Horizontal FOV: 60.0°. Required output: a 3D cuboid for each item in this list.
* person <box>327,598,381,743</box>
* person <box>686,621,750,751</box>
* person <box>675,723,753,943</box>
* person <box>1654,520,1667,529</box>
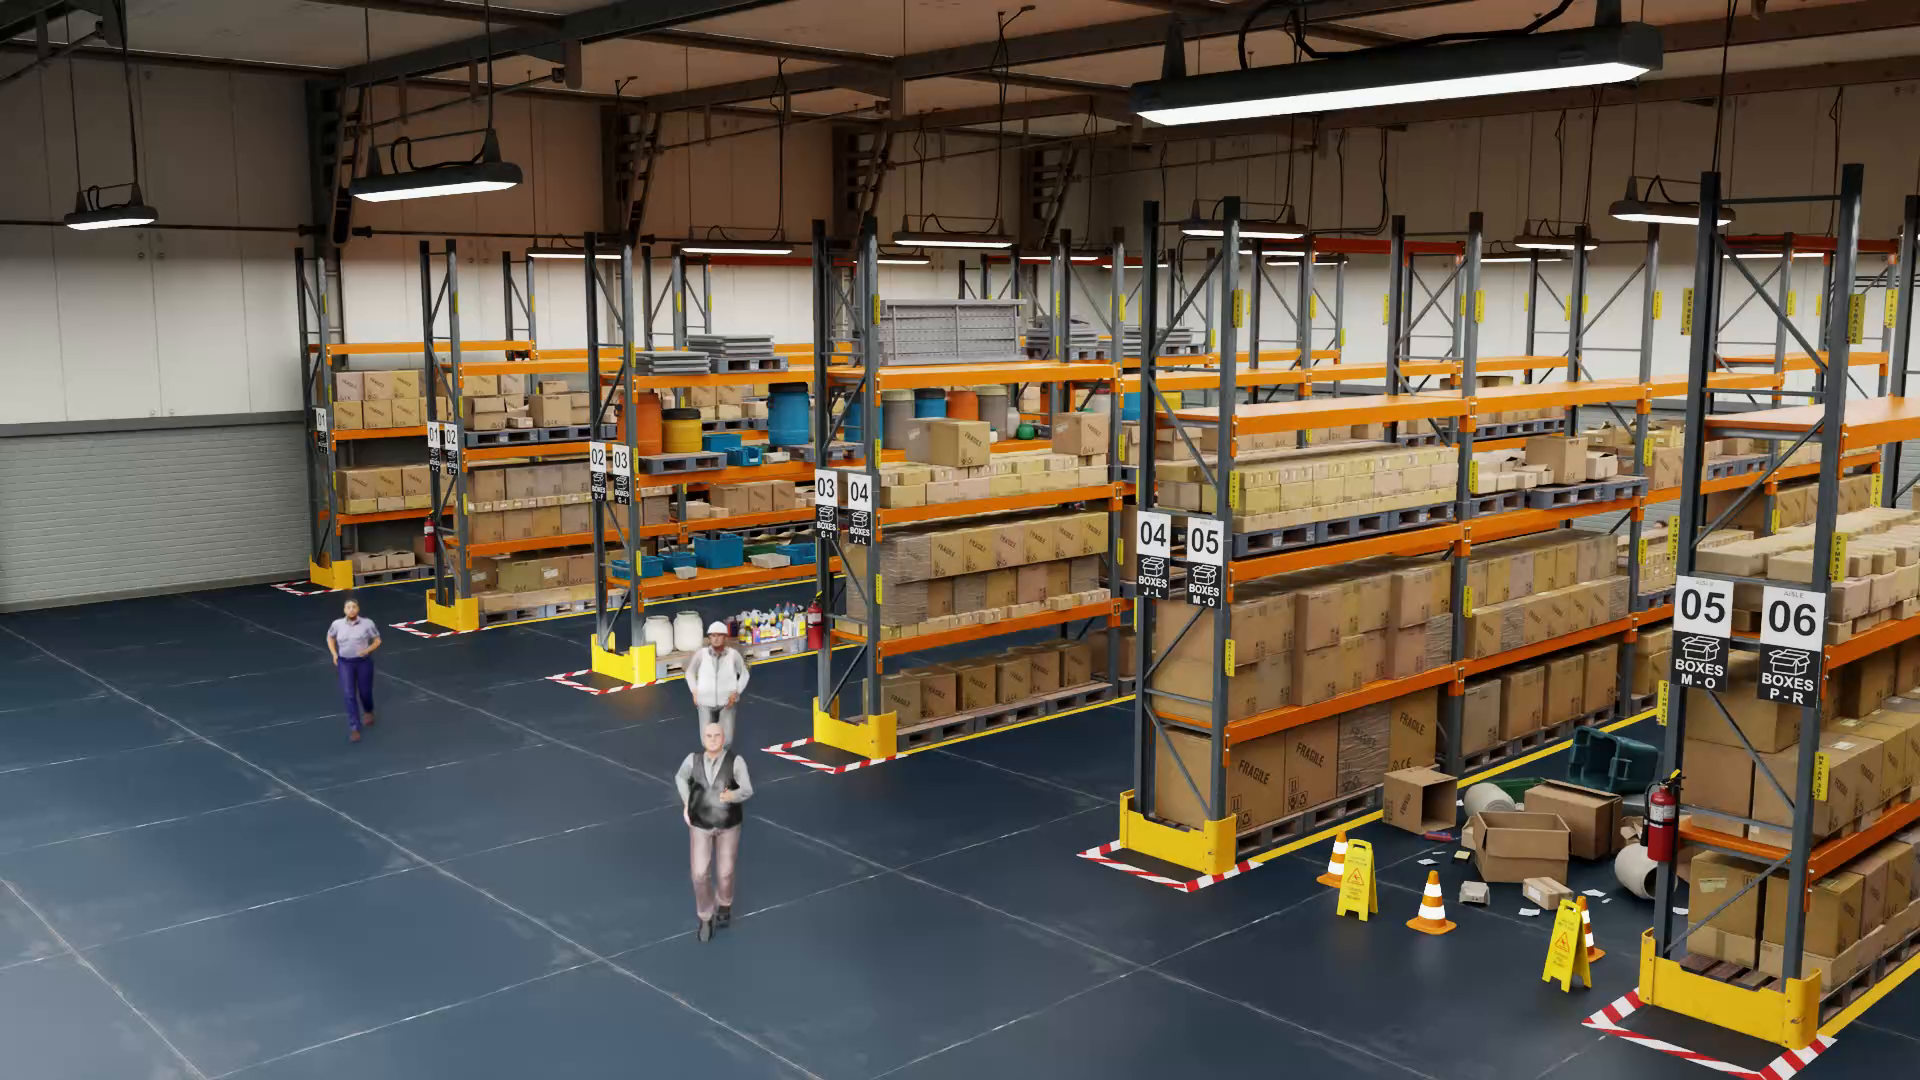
[{"bbox_3d":[-7.124,1.493,19.585,0.611,1.643,0.787,-3,9,-17],"label":"person"},{"bbox_3d":[-2.591,1.724,17.807,0.680,1.753,0.556,-1,8,-5],"label":"person"},{"bbox_3d":[-1.990,2.362,13.479,0.637,1.773,0.704,-1,8,-7],"label":"person"},{"bbox_3d":[10.924,0.538,25.991,0.830,1.714,0.589,-7,11,-39],"label":"person"}]
